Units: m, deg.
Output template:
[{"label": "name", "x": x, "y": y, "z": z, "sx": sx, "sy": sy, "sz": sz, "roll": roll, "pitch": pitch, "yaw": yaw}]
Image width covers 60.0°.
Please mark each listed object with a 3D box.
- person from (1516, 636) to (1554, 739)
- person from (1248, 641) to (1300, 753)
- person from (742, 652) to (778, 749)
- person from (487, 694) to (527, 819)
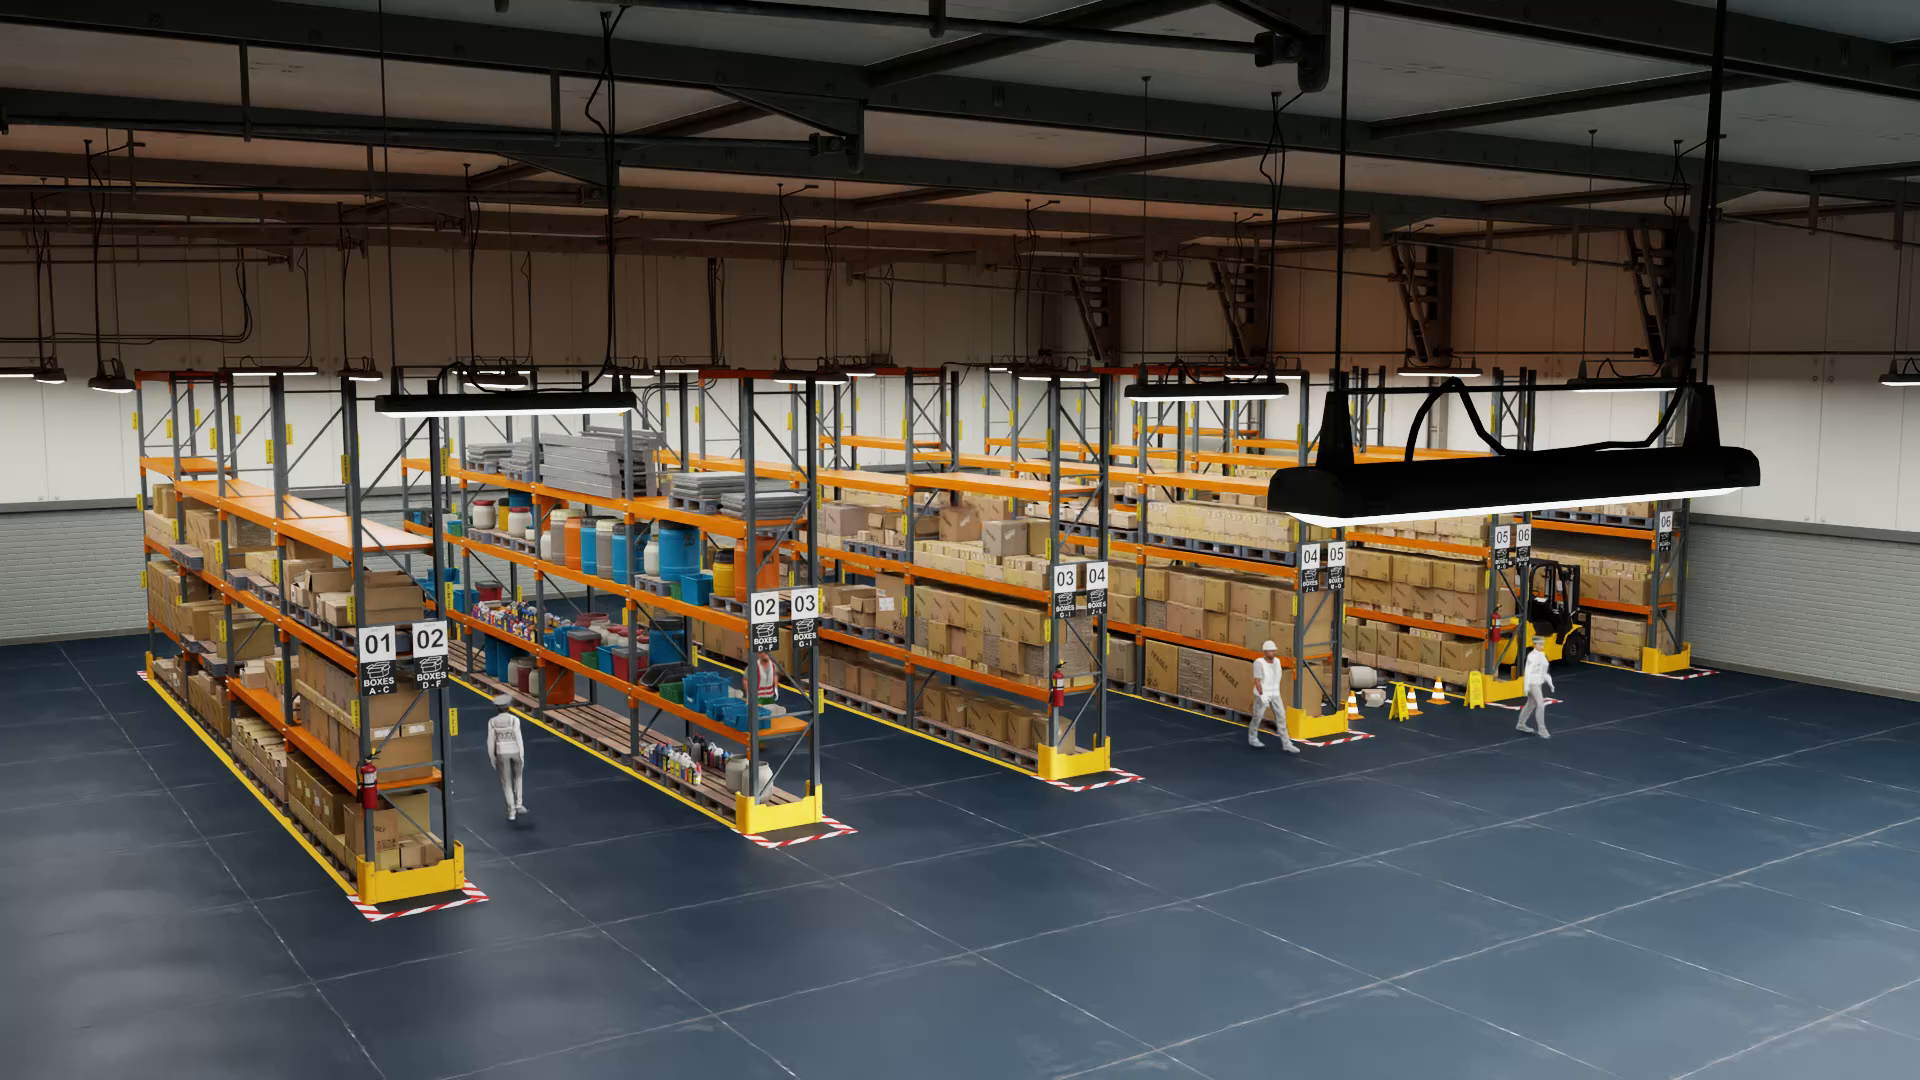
[{"label": "person", "x": 9.540, "y": 2.429, "z": 27.497, "sx": 0.666, "sy": 1.731, "sz": 0.511, "roll": 5, "pitch": 8, "yaw": 37}, {"label": "person", "x": 4.950, "y": 2.464, "z": 26.355, "sx": 0.605, "sy": 1.737, "sz": 0.925, "roll": -3, "pitch": 7, "yaw": -25}, {"label": "person", "x": -3.222, "y": 2.483, "z": 26.668, "sx": 0.635, "sy": 1.714, "sz": 0.699, "roll": -4, "pitch": 8, "yaw": -33}, {"label": "person", "x": -6.157, "y": 2.944, "z": 22.602, "sx": 0.494, "sy": 1.680, "sz": 0.500, "roll": -3, "pitch": 7, "yaw": -22}]
